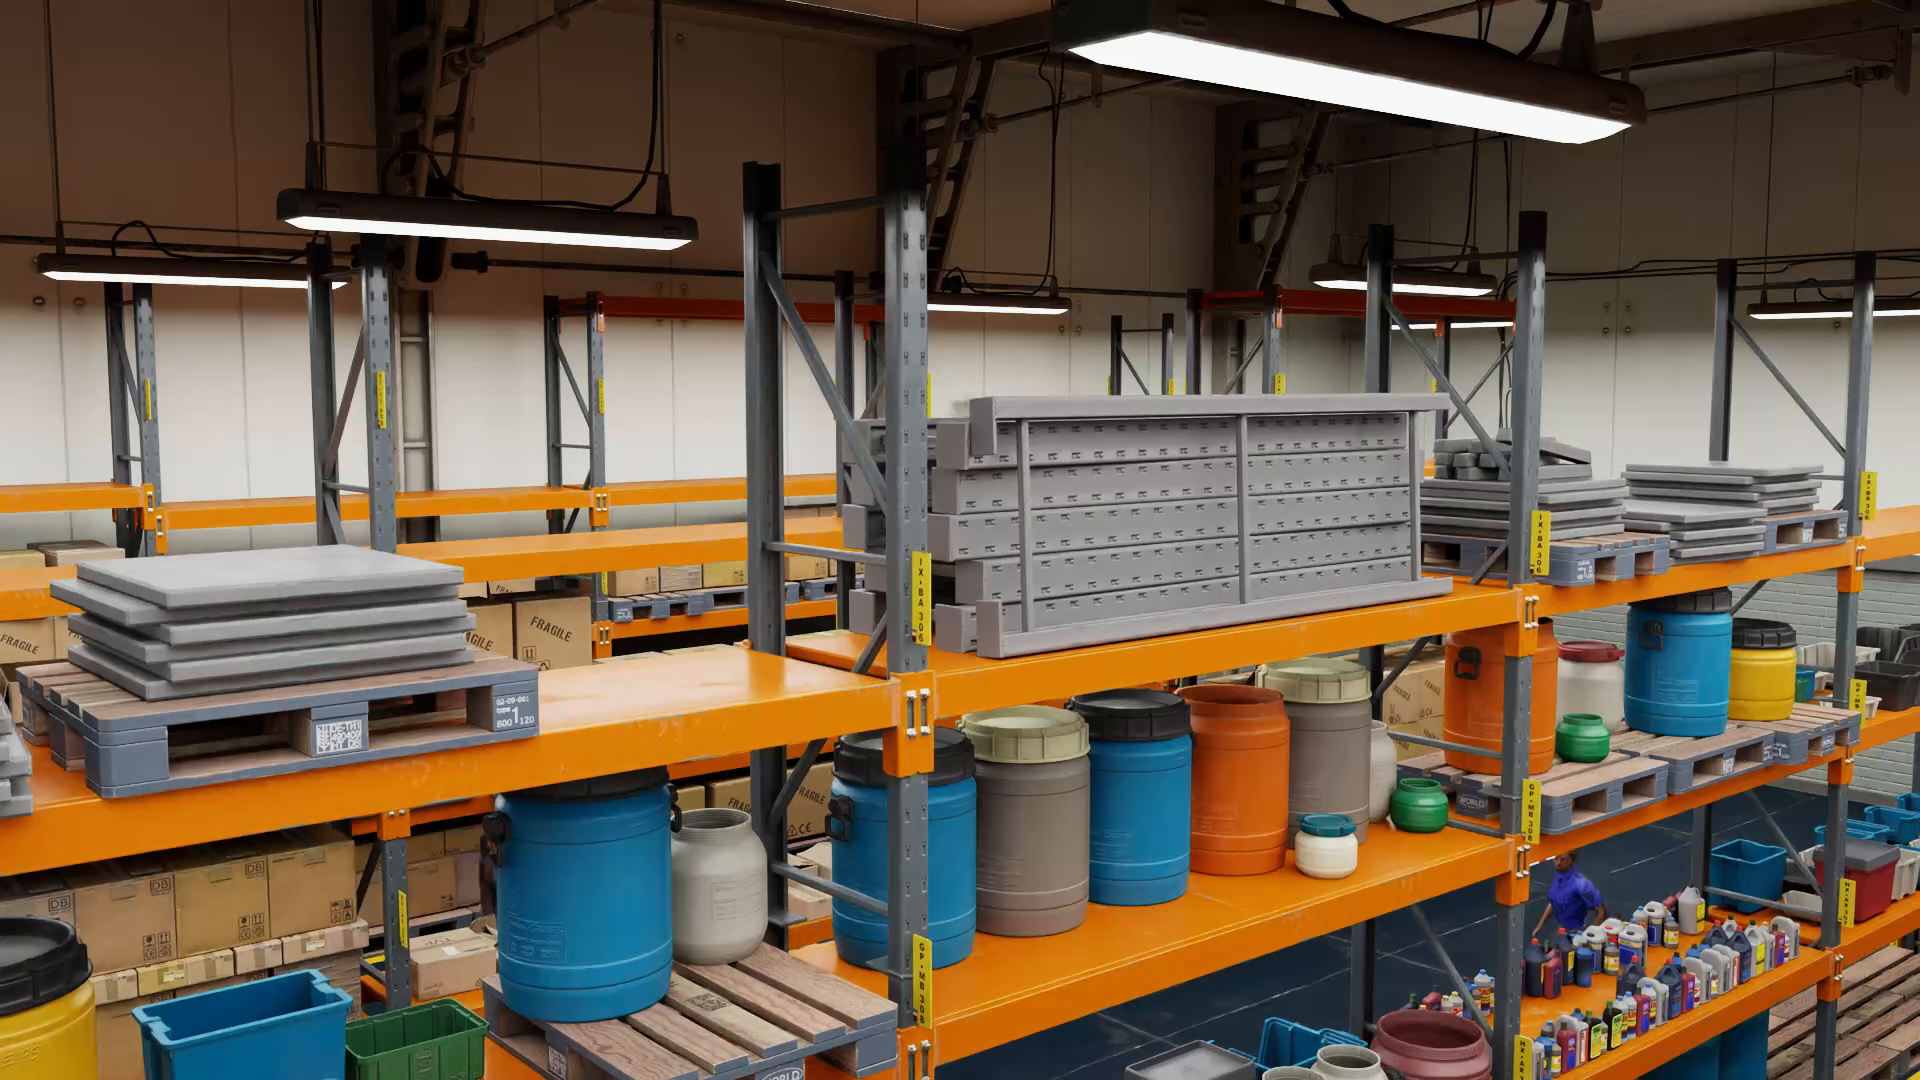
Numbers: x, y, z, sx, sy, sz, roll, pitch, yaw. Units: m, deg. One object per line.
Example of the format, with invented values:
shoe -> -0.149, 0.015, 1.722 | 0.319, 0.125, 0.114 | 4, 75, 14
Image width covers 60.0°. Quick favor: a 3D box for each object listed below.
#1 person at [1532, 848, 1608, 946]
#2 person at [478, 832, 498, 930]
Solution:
person -> 4.760, 3.134, 13.179 | 0.454, 1.601, 0.882 | 0, 6, 0
person -> -3.533, 3.073, 13.214 | 0.744, 1.718, 0.811 | 1, 6, 10
